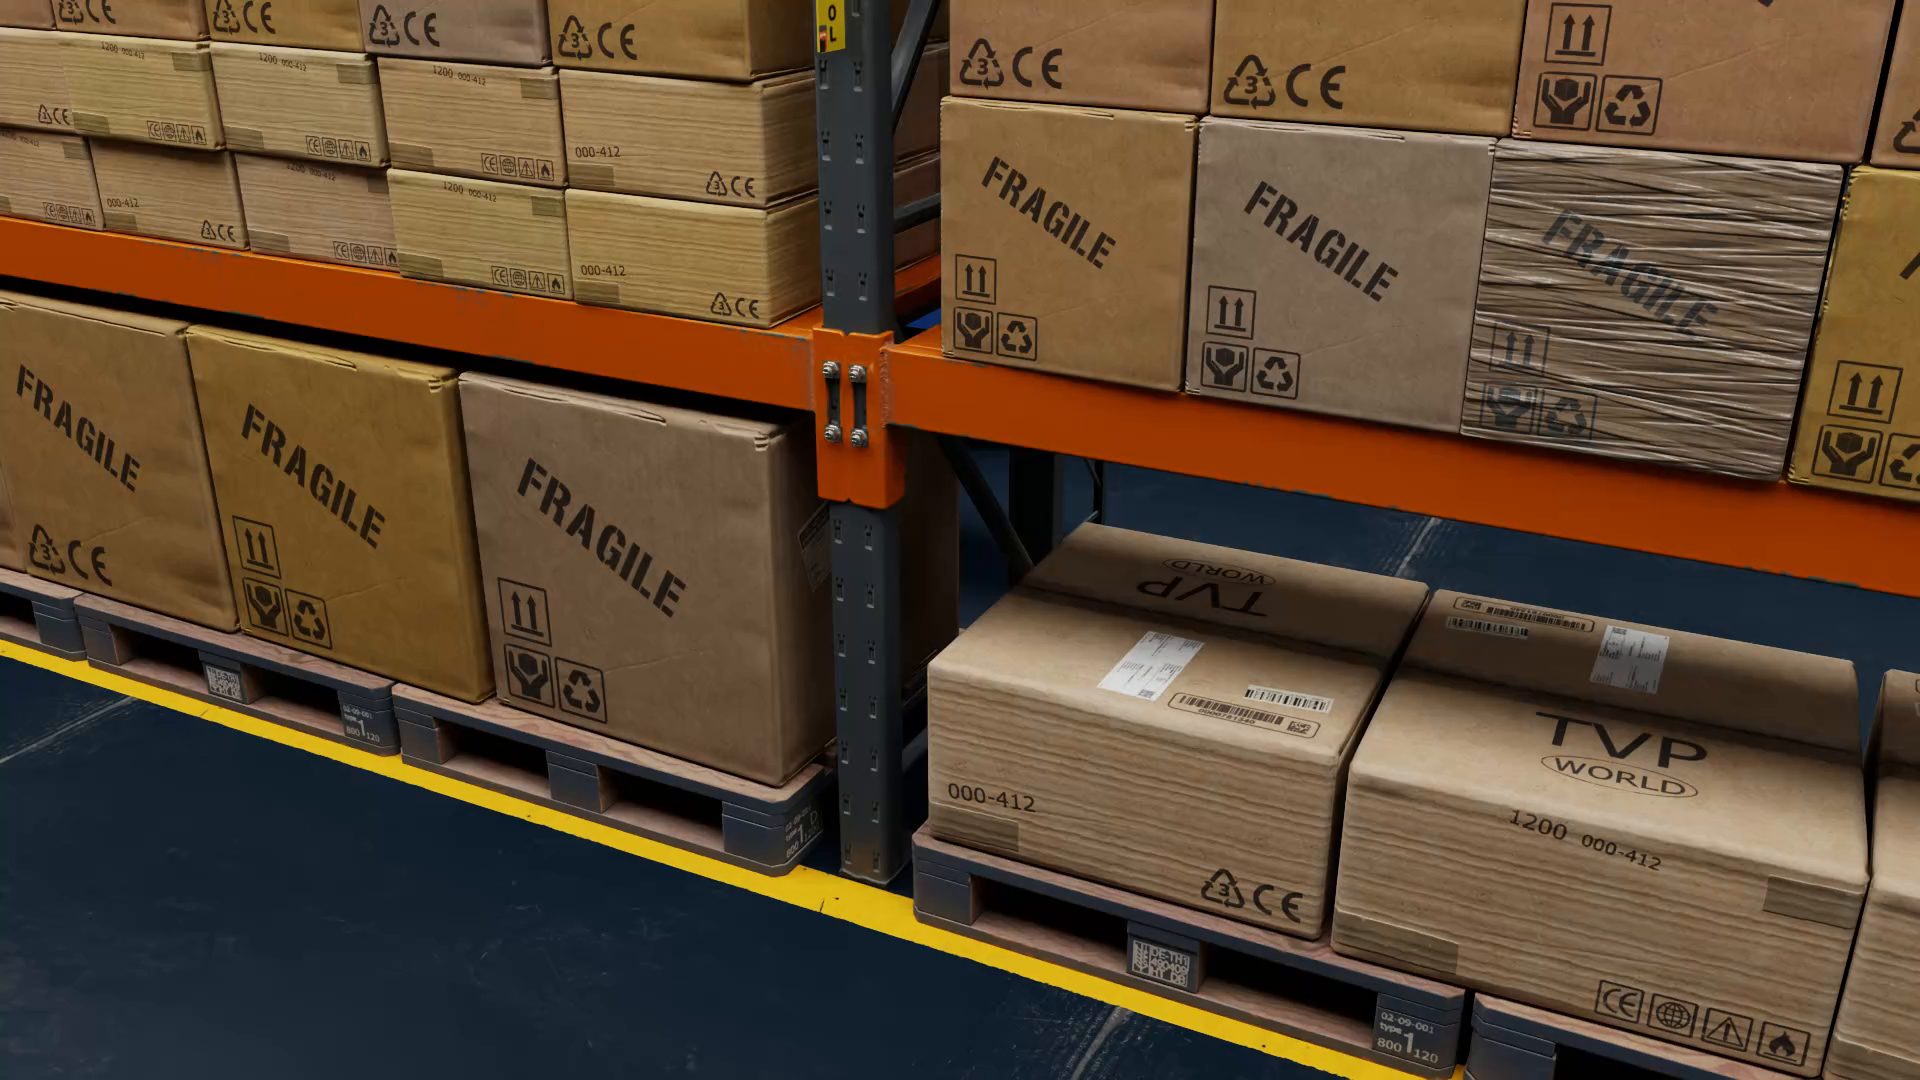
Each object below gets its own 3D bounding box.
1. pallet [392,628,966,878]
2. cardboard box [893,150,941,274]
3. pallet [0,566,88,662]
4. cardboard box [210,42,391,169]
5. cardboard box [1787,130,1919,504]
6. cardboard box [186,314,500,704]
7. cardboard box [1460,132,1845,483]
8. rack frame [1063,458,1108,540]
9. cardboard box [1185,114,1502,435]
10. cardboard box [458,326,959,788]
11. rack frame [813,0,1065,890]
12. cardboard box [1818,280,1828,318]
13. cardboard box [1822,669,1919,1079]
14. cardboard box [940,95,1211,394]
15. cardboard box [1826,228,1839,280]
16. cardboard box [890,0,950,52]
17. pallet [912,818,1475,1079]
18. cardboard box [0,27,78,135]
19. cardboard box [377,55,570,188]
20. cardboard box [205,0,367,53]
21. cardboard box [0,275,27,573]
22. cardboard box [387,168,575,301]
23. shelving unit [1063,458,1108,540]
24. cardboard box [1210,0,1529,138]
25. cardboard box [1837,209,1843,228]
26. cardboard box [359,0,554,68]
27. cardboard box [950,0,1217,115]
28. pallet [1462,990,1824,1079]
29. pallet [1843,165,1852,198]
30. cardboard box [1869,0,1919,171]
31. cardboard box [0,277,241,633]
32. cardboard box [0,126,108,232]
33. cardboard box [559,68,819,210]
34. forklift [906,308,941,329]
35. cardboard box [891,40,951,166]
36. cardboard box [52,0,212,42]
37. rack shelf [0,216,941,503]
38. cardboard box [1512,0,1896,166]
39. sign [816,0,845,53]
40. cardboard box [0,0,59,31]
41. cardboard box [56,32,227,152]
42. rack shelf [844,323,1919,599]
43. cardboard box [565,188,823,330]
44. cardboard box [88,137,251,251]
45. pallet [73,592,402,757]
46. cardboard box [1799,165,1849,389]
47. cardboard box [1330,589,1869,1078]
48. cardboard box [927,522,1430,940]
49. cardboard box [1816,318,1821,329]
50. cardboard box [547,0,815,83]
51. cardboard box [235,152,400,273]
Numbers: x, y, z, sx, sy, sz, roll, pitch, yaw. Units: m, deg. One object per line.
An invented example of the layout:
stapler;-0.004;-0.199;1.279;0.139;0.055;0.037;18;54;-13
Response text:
pallet;-0.724;0.417;4.500;1.213;0.211;1.003;11;25;25
cardboard box;-0.275;-0.857;4.125;0.500;0.250;0.500;11;25;23
pallet;-2.901;-0.014;5.513;1.213;0.211;1.003;11;25;25
cardboard box;-1.419;-1.085;4.022;0.500;0.250;0.500;12;26;26
cardboard box;1.647;-0.357;2.628;0.500;0.500;0.500;12;26;26
cardboard box;-1.400;-0.210;4.590;0.875;0.875;0.875;12;26;26
cardboard box;1.188;-0.448;2.842;0.500;0.500;0.500;11;26;25
rack frame;0.378;-0.615;5.281;0.032;1.500;0.500;11;25;25
cardboard box;0.747;-0.538;3.054;0.500;0.500;0.500;11;26;25
cardboard box;-0.591;-0.053;4.221;0.875;0.875;0.875;12;26;26
rack frame;-0.001;-0.756;3.696;0.127;3.000;1.000;11;25;25
cardboard box;3.701;-1.077;7.176;0.250;0.149;0.380;11;26;25
cardboard box;2.114;0.695;3.019;0.875;0.438;0.875;12;26;26
cardboard box;0.300;-0.628;3.266;0.500;0.500;0.500;12;26;26
cardboard box;3.739;-1.240;7.179;0.250;0.149;0.380;11;26;25
cardboard box;-0.264;-1.441;3.899;0.500;0.500;0.500;12;26;25
pallet;0.642;0.688;3.862;1.213;0.211;1.003;11;25;25
cardboard box;-2.330;-1.264;4.442;0.500;0.250;0.500;11;25;24
cardboard box;-0.954;-0.996;3.812;0.500;0.250;0.500;12;26;26
cardboard box;-1.422;-1.439;3.895;0.500;0.500;0.500;12;26;26
cardboard box;-2.992;-0.527;5.335;0.875;0.875;0.875;11;25;24
cardboard box;-0.969;-0.769;3.917;0.500;0.250;0.500;11;25;24
shelving unit;-0.076;-0.705;5.492;1.048;1.500;0.538;11;25;25
cardboard box;0.762;-1.003;2.869;0.500;0.500;0.500;11;25;24
cardboard box;3.947;-1.400;7.554;0.250;0.149;0.380;11;26;25
cardboard box;-0.978;-1.343;3.669;0.500;0.500;0.500;12;26;26
cardboard box;0.315;-1.094;3.084;0.500;0.500;0.500;11;26;25
pallet;1.735;0.903;3.356;1.213;0.211;1.003;11;25;25
pallet;6.206;-2.558;11.495;1.213;0.211;1.003;11;25;25
cardboard box;1.663;-0.818;2.436;0.500;0.500;0.500;11;25;24
cardboard box;-2.198;-0.368;4.962;0.875;0.875;0.875;12;26;25
cardboard box;-2.316;-1.040;4.555;0.500;0.250;0.500;12;26;26
cardboard box;-0.504;-0.910;3.611;0.500;0.250;0.500;11;25;24
forklift;-0.061;-2.286;7.381;1.130;2.935;3.031;-1;23;-1
cardboard box;-0.267;-1.094;4.042;0.500;0.250;0.500;10;25;23
cardboard box;-1.890;-1.525;4.098;0.500;0.500;0.500;12;26;25
rack shelf;-1.786;-0.779;4.667;4.000;0.370;1.077;11;25;25
cardboard box;1.215;-0.908;2.647;0.500;0.500;0.500;12;26;26
sign;-0.237;-1.062;3.035;0.005;0.325;0.100;11;25;25
cardboard box;-2.339;-1.615;4.310;0.500;0.500;0.500;12;26;26
cardboard box;-1.883;-1.170;4.221;0.500;0.250;0.500;12;26;25
rack shelf;1.784;-0.072;3.006;4.000;0.370;1.077;11;25;25
cardboard box;-0.515;-0.679;3.705;0.500;0.250;0.500;11;25;23
cardboard box;-1.874;-0.954;4.353;0.500;0.250;0.500;11;25;25
pallet;-1.817;0.202;5.006;1.213;0.211;1.003;11;25;25
cardboard box;1.445;-0.637;3.288;0.500;0.500;0.500;11;25;24
cardboard box;1.310;0.536;3.395;0.875;0.438;0.875;10;25;23
cardboard box;0.511;0.378;3.766;0.875;0.438;0.875;11;25;24
cardboard box;3.767;-0.973;7.312;0.250;0.149;0.380;12;26;26
cardboard box;-0.513;-1.254;3.460;0.500;0.500;0.500;12;26;26
cardboard box;-1.411;-0.865;4.142;0.500;0.250;0.500;10;25;23
